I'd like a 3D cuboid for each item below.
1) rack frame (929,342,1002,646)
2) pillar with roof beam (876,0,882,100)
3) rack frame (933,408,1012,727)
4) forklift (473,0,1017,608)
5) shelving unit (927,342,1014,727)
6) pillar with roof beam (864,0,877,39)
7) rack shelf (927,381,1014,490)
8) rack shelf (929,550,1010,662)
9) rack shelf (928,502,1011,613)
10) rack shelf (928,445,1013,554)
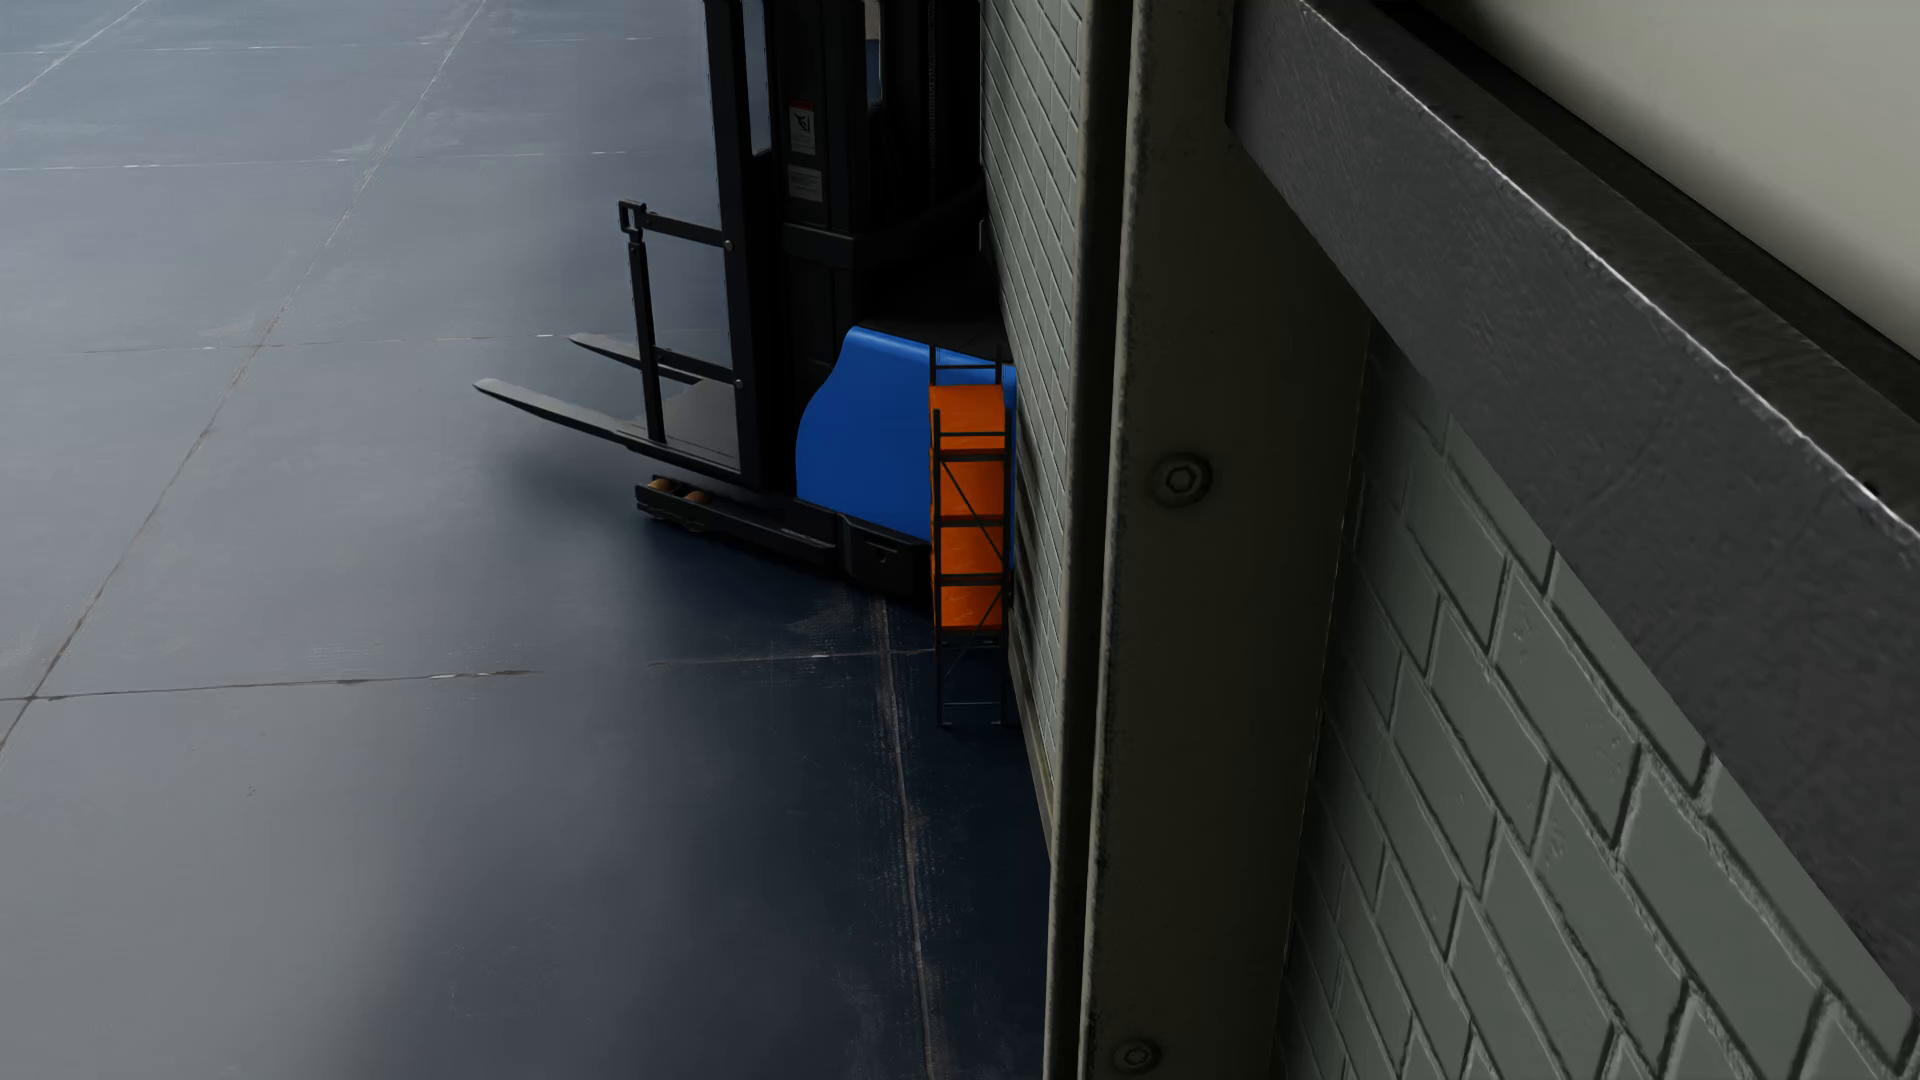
[{"bbox_3d":[0.019,-0.133,5.802,0.240,1.200,0.015,-1,31,-2],"label":"rack frame"},{"bbox_3d":[-4.515,-4.794,6.001,9.100,9.000,0.400,-3,31,-5],"label":"pillar with roof beam"},{"bbox_3d":[0.038,0.117,5.384,0.240,1.200,0.015,-1,31,-2],"label":"rack frame"},{"bbox_3d":[-0.737,-1.498,6.399,3.031,2.935,1.130,18,35,27],"label":"forklift"},{"bbox_3d":[0.029,-0.008,5.593,0.258,1.200,0.503,-1,31,-2],"label":"shelving unit"},{"bbox_3d":[-5.076,-7.858,11.130,9.100,9.000,0.400,-3,31,-5],"label":"pillar with roof beam"},{"bbox_3d":[0.029,-0.345,5.392,0.258,0.148,0.480,-1,31,-2],"label":"rack shelf"},{"bbox_3d":[0.029,0.220,5.729,0.258,0.148,0.480,-1,31,-2],"label":"rack shelf"},{"bbox_3d":[0.029,0.050,5.628,0.258,0.148,0.480,-1,31,-2],"label":"rack shelf"},{"bbox_3d":[0.029,-0.142,5.513,0.258,0.148,0.480,-1,31,-2],"label":"rack shelf"}]
